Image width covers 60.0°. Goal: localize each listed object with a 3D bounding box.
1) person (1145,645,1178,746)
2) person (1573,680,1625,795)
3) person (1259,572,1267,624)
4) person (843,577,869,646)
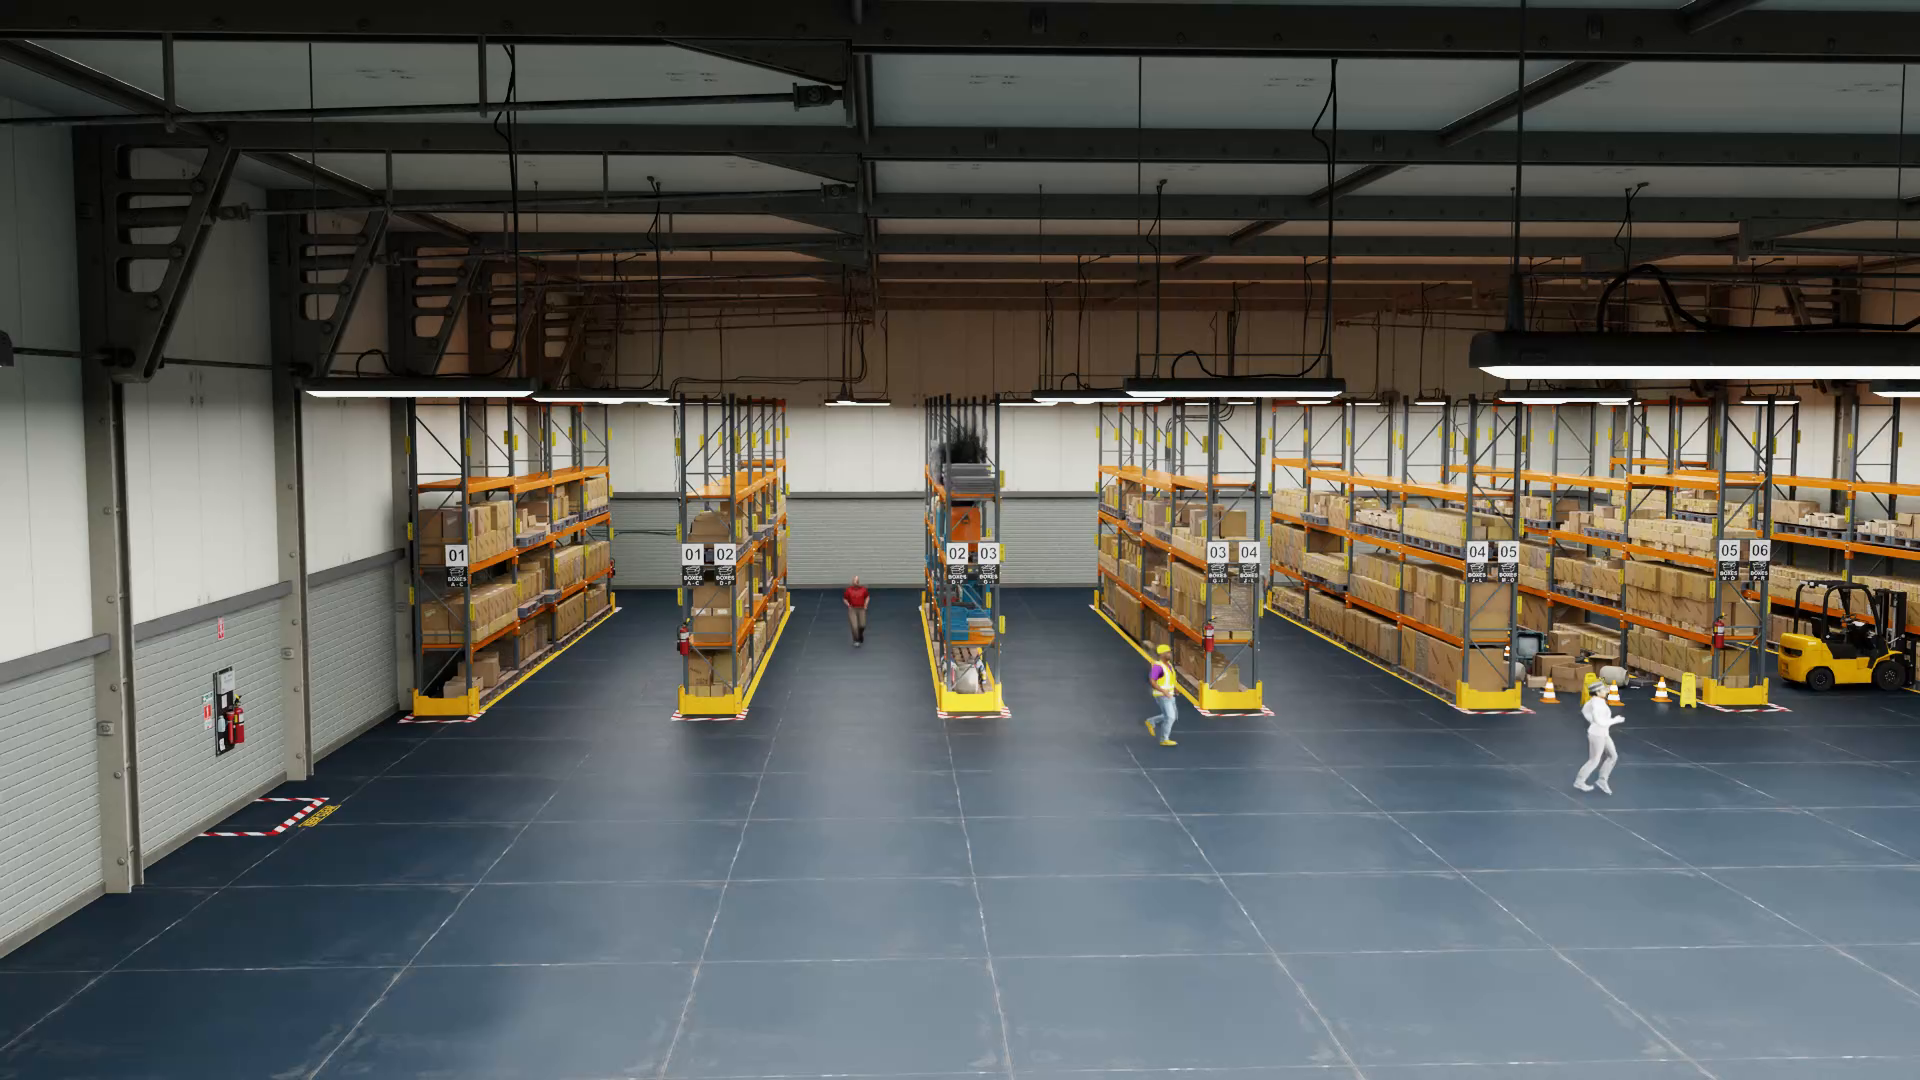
[{"bbox_3d":[3.413,2.628,28.293,0.623,1.724,0.749,2,5,29],"label":"person"},{"bbox_3d":[9.491,2.932,24.676,0.684,1.734,0.592,2,5,25],"label":"person"},{"bbox_3d":[7.887,1.415,44.098,0.569,1.628,0.600,0,5,3],"label":"person"},{"bbox_3d":[-2.485,1.722,40.035,0.640,1.673,0.596,-1,5,-9],"label":"person"}]
